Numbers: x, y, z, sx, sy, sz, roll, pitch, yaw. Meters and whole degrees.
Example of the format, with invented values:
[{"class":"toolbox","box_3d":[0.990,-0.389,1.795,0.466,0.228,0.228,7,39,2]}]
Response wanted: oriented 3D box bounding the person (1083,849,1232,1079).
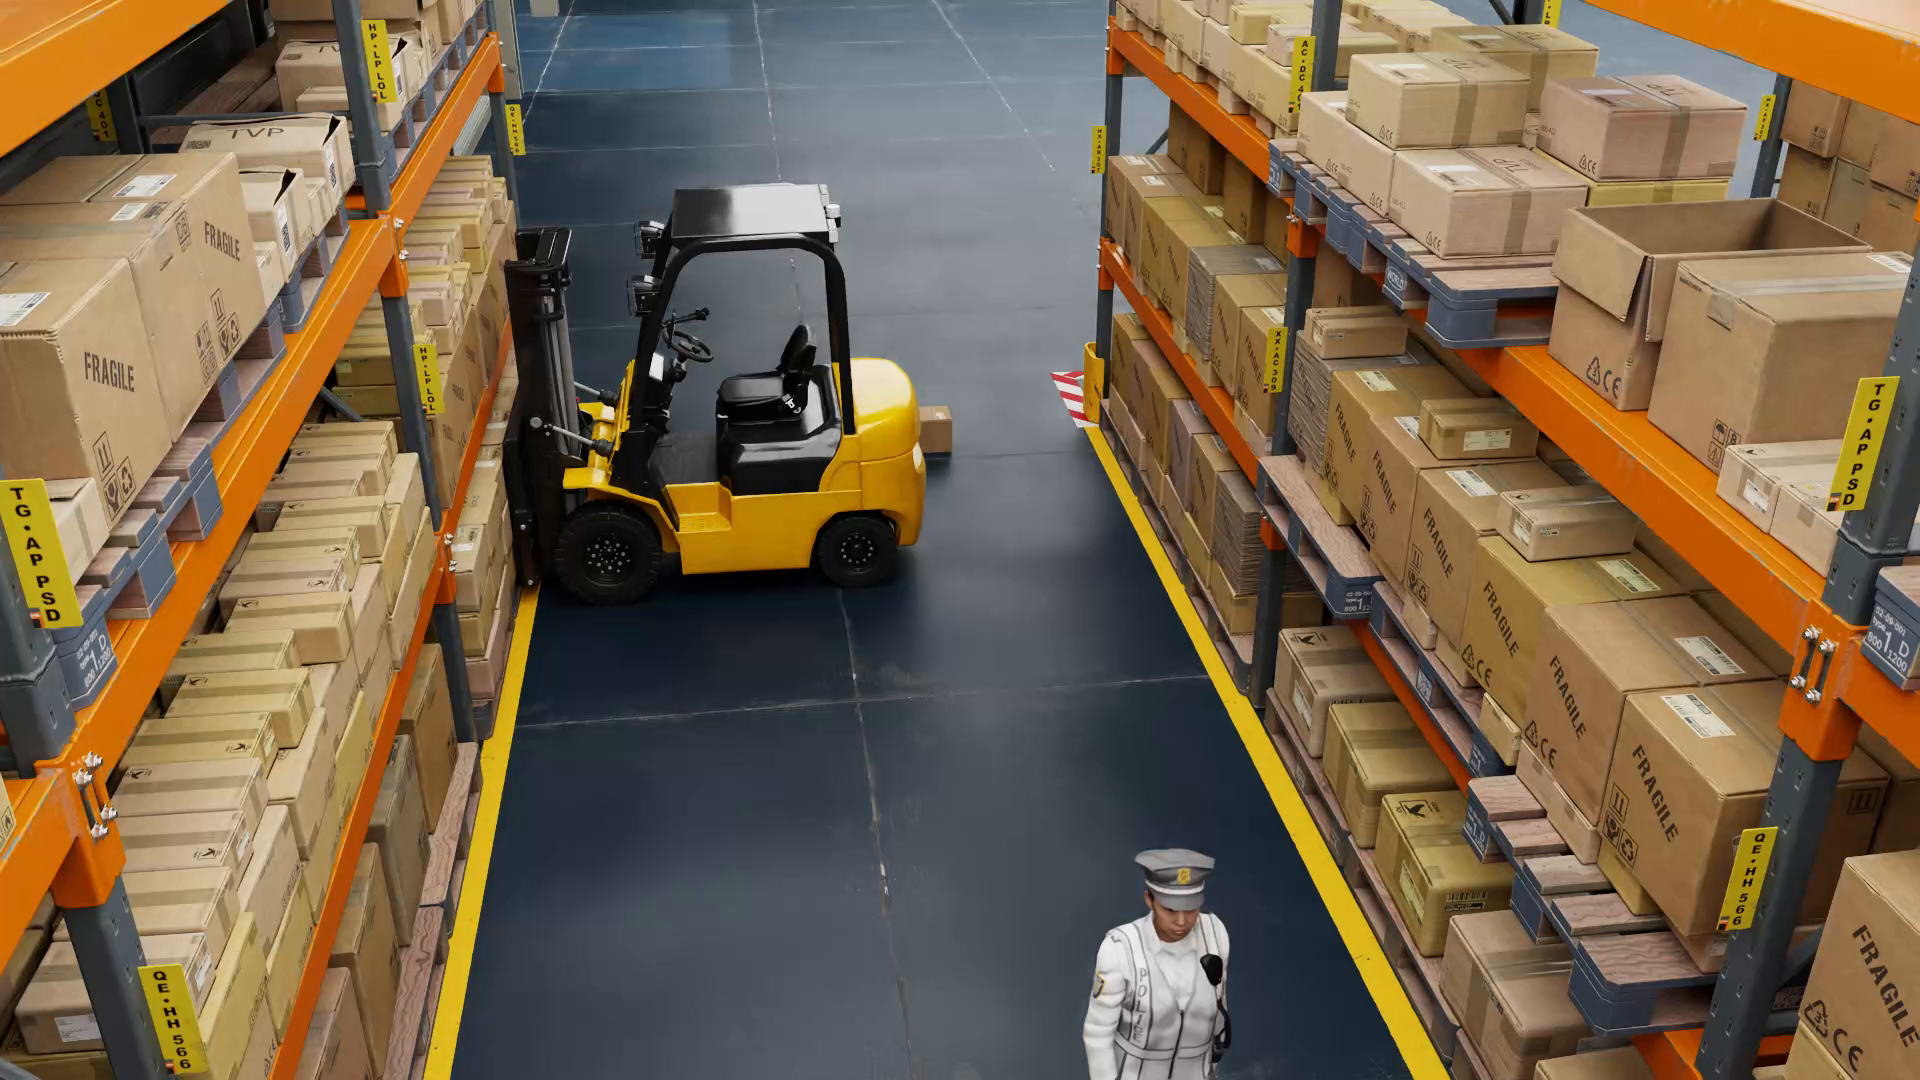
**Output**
[{"class":"person","box_3d":[0.642,1.700,5.276,0.517,1.629,0.982,-4,28,-9]}]
